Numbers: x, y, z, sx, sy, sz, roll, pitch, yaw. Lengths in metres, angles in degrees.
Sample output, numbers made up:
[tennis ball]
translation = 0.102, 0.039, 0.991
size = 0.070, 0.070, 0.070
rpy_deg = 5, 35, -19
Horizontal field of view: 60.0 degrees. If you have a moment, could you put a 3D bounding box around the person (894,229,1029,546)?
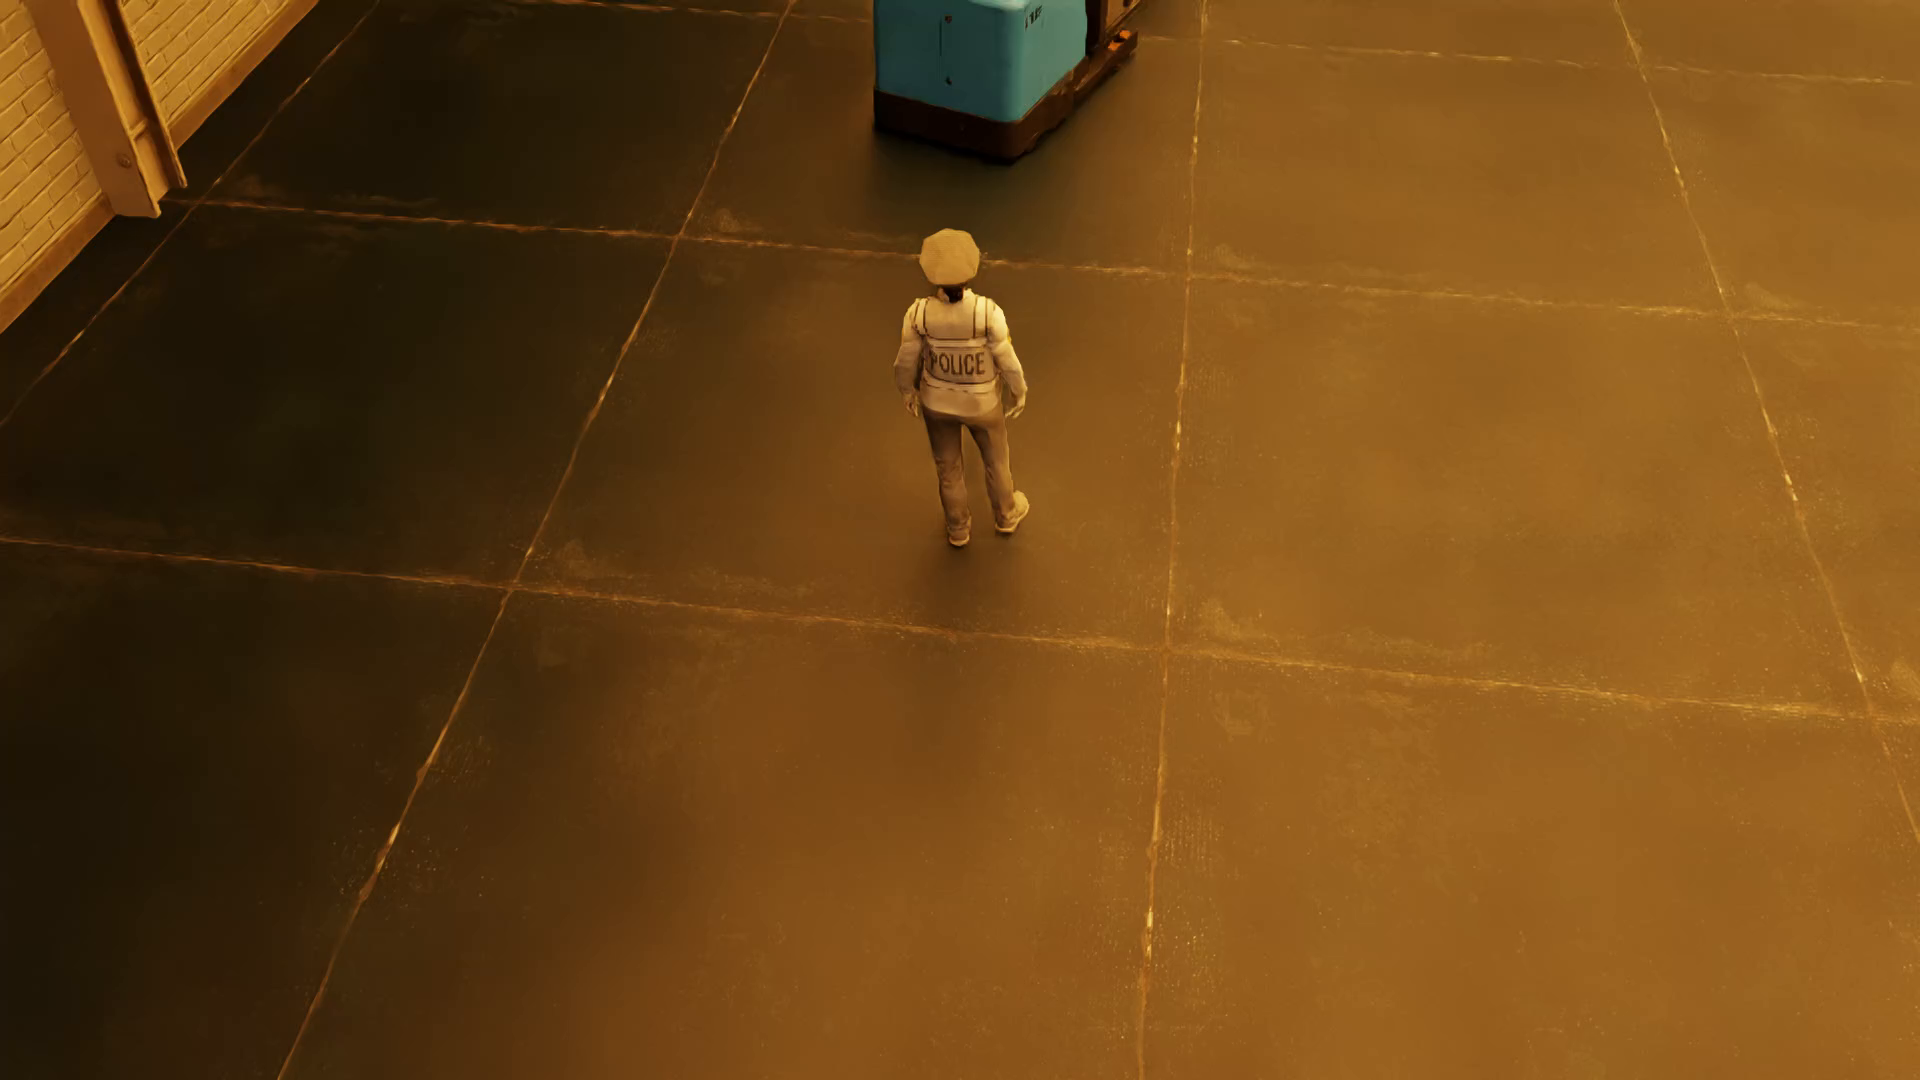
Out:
[person]
translation = 0.016, -0.674, 7.361
size = 0.586, 1.695, 0.532
rpy_deg = 5, 43, 6

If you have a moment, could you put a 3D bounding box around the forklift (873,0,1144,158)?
[forklift]
translation = 0.579, -4.460, 10.579
size = 1.130, 2.935, 3.031
rpy_deg = 19, 46, 20
